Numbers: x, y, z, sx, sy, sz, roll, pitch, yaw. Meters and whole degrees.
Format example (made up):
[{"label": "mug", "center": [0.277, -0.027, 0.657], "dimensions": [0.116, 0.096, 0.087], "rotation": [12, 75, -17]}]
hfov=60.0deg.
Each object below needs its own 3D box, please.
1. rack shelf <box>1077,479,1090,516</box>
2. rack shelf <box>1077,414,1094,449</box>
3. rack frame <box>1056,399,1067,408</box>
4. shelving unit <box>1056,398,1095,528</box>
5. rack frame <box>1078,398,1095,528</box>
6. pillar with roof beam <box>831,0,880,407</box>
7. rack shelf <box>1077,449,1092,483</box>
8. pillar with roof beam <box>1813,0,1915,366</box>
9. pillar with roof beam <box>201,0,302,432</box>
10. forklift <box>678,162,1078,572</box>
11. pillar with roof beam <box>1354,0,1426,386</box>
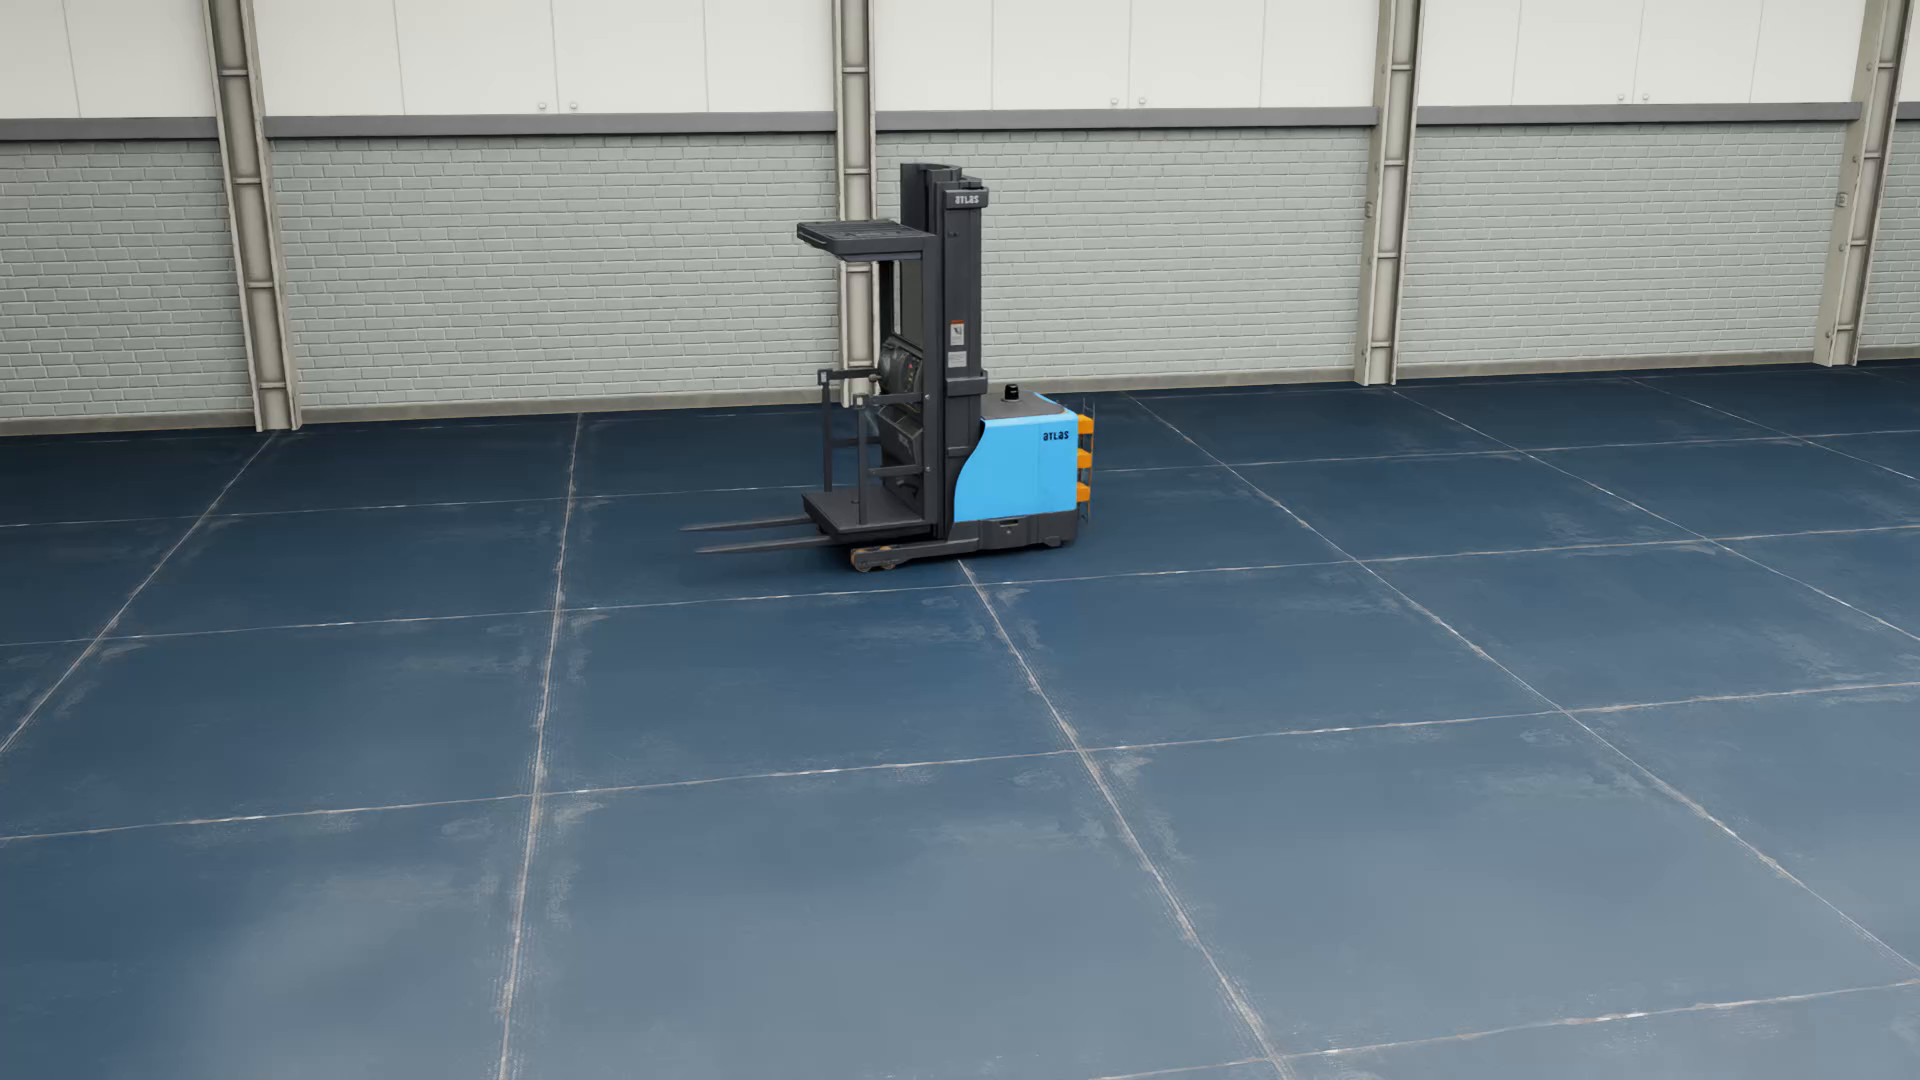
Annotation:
[{"label": "rack shelf", "center": [0.906, -0.339, 13.598], "dimensions": [0.240, 0.259, 0.215], "rotation": [-5, 18, -21]}, {"label": "rack shelf", "center": [0.923, -0.878, 13.439], "dimensions": [0.240, 0.259, 0.215], "rotation": [-5, 18, -21]}, {"label": "rack frame", "center": [0.801, -0.607, 13.473], "dimensions": [0.008, 1.050, 0.200], "rotation": [-5, 18, -21]}, {"label": "shelving unit", "center": [0.915, -0.616, 13.516], "dimensions": [0.252, 1.050, 0.215], "rotation": [-5, 18, -21]}, {"label": "rack frame", "center": [1.029, -0.625, 13.559], "dimensions": [0.008, 1.050, 0.200], "rotation": [-5, 18, -21]}, {"label": "pillar with roof beam", "center": [-0.278, -4.551, 12.803], "dimensions": [0.400, 9.000, 9.100], "rotation": [-3, 17, -10]}, {"label": "rack shelf", "center": [0.914, -0.606, 13.519], "dimensions": [0.240, 0.259, 0.215], "rotation": [-5, 18, -21]}, {"label": "pillar with roof beam", "center": [11.504, -5.220, 14.979], "dimensions": [0.400, 9.000, 9.100], "rotation": [-3, 17, -10]}, {"label": "pillar with roof beam", "center": [-6.169, -4.217, 11.715], "dimensions": [0.400, 9.000, 9.100], "rotation": [-3, 17, -10]}, {"label": "forklift", "center": [-0.642, -1.338, 12.675], "dimensions": [3.031, 2.935, 1.130], "rotation": [-6, 18, -19]}, {"label": "pillar with roof beam", "center": [5.613, -4.885, 13.891], "dimensions": [0.400, 9.000, 9.100], "rotation": [-3, 17, -10]}]
